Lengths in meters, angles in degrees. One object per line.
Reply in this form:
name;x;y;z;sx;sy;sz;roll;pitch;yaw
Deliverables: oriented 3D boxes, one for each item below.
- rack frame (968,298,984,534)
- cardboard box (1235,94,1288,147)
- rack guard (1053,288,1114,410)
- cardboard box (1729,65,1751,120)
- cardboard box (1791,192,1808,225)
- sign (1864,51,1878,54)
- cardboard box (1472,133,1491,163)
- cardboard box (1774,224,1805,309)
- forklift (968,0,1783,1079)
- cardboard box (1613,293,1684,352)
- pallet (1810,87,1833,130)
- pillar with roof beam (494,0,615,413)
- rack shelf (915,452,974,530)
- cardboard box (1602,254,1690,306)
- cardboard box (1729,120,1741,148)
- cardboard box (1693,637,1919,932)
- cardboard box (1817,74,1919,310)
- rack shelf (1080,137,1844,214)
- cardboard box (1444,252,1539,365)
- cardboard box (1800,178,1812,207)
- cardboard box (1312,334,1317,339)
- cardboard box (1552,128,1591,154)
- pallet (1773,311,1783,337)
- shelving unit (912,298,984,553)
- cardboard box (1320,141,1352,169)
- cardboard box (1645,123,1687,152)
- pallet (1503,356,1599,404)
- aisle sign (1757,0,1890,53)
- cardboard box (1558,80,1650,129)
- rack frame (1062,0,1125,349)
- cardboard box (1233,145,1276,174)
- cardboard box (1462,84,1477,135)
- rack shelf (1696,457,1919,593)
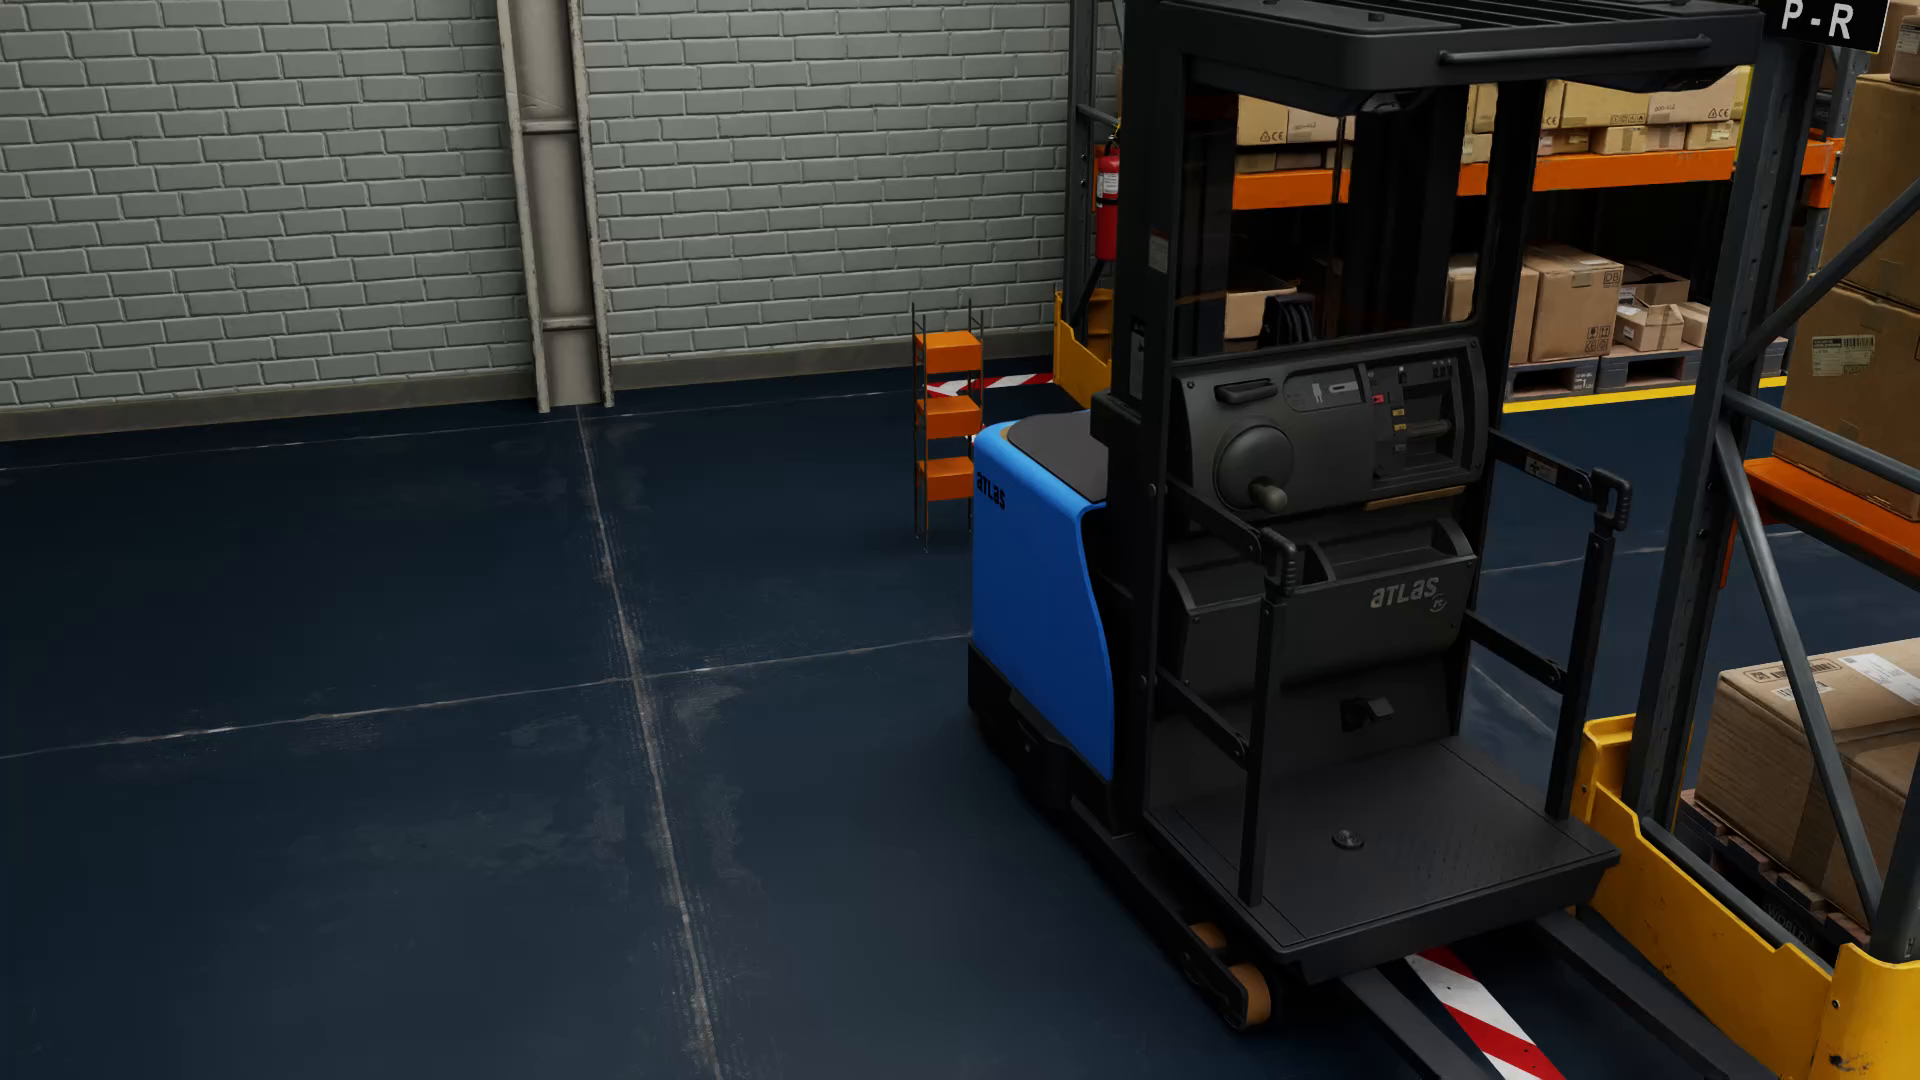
rack frame;0.066;-0.490;7.060;0.008;1.050;0.200;-6;24;-14
cardboard box;1.264;-2.091;8.132;0.500;0.250;0.500;-6;24;-14
rack guard;0.828;-0.937;8.799;0.348;0.500;1.175;-6;24;-14
cardboard box;4.182;-2.424;8.909;0.500;0.250;0.500;-6;24;-13
cardboard box;4.882;-1.994;9.908;0.250;0.149;0.380;-7;24;-16
sign;4.760;-2.696;8.631;0.005;0.325;0.100;-6;24;-14
cardboard box;2.647;-2.047;8.534;0.250;0.149;0.380;-6;24;-13
cardboard box;4.999;-1.712;10.073;0.500;0.500;0.500;-6;24;-15
forklift;1.079;-0.276;4.176;1.130;2.935;3.031;-10;25;-21
cardboard box;3.805;-1.231;9.249;0.258;0.266;0.396;-5;24;-12
pallet;5.405;-2.459;9.419;1.213;0.211;1.003;-6;24;-14
pillar with roof beam;-0.922;-3.255;3.423;0.400;9.000;9.100;-6;24;-14
rack shelf;-0.052;-0.212;7.143;0.240;0.259;0.215;-6;24;-14
cardboard box;3.906;-1.480;9.772;0.500;0.311;0.500;-5;24;-12
cardboard box;4.122;-2.222;8.943;0.250;0.149;0.380;-6;24;-13
cardboard box;2.708;0.683;4.571;0.875;0.438;0.875;-7;24;-16
cardboard box;2.499;-0.840;4.009;0.500;0.500;0.500;-6;24;-13
rack shelf;2.680;-1.960;8.925;4.000;0.370;1.077;-6;24;-14
cardboard box;2.739;-1.245;8.985;0.500;0.500;0.500;-6;24;-13
cardboard box;5.007;-1.942;9.411;0.250;0.149;0.380;-7;24;-15
cardboard box;1.789;-1.020;8.905;0.250;0.149;0.380;-7;24;-16
cardboard box;3.102;-2.145;8.762;0.250;0.149;0.380;-6;24;-14
pallet;5.379;-1.323;10.065;1.213;0.211;1.003;-6;24;-14
shelving unit;-0.052;-0.477;7.030;0.252;1.050;0.215;-6;24;-14
cardboard box;1.881;-1.982;8.384;0.250;0.149;0.380;-6;24;-13
cardboard box;3.619;-2.167;8.816;0.250;0.149;0.380;-6;24;-13
pallet;2.768;-1.017;9.354;1.213;0.211;1.003;-6;24;-14
aisle sign;1.946;-1.498;3.640;0.004;0.787;0.394;-6;24;-14
cardboard box;3.219;-2.317;8.659;0.500;0.250;0.500;-6;24;-15
rack frame;0.755;-2.077;8.287;0.127;3.000;1.000;-6;24;-14
cardboard box;1.378;-1.937;8.279;0.250;0.149;0.380;-6;24;-13
cardboard box;2.237;-2.200;8.386;0.500;0.250;0.500;-7;24;-15
rack shelf;4.025;-0.075;4.534;4.000;0.370;1.077;-6;24;-14
